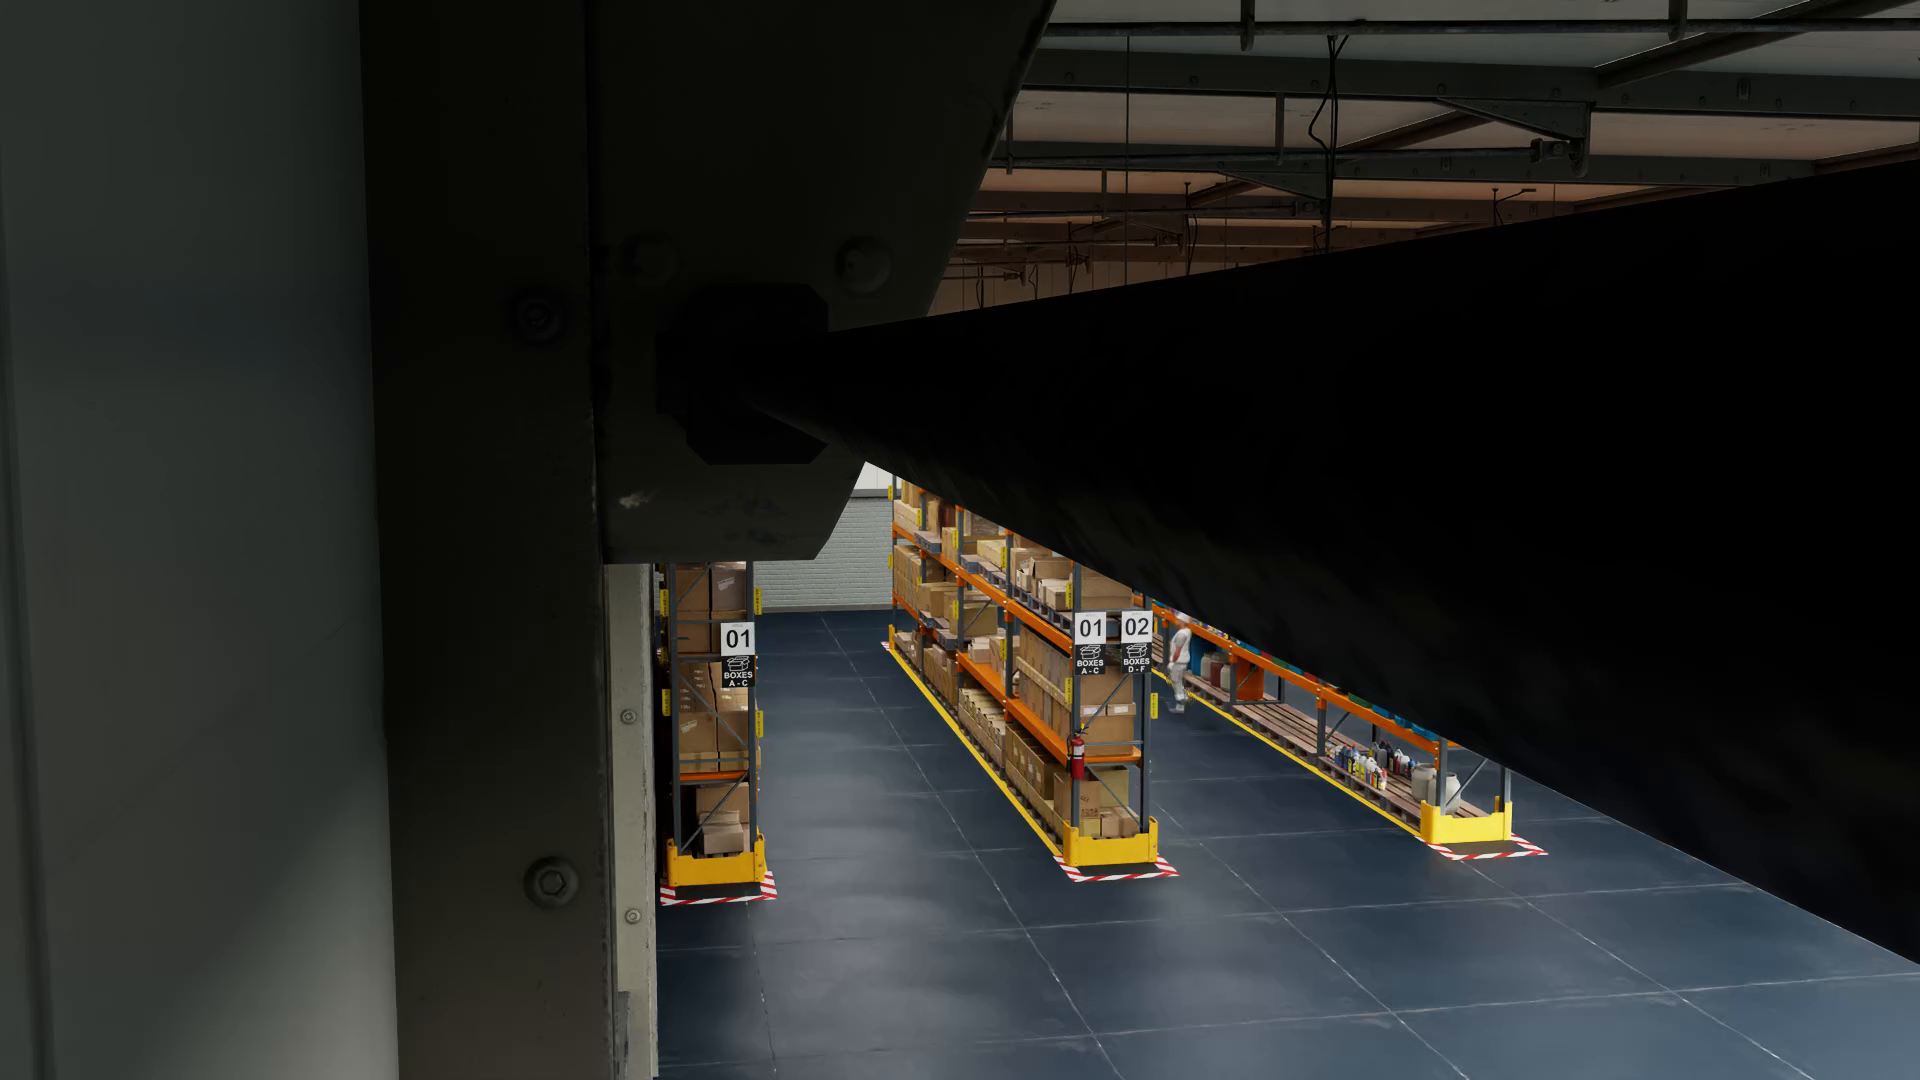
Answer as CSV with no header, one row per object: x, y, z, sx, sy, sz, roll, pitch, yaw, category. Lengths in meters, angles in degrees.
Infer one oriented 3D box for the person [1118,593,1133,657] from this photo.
3.379,1.651,35.088,0.496,1.788,0.575,-1,6,-10,person

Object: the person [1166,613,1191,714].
3.847,2.171,29.373,0.463,1.781,0.601,4,7,32,person
